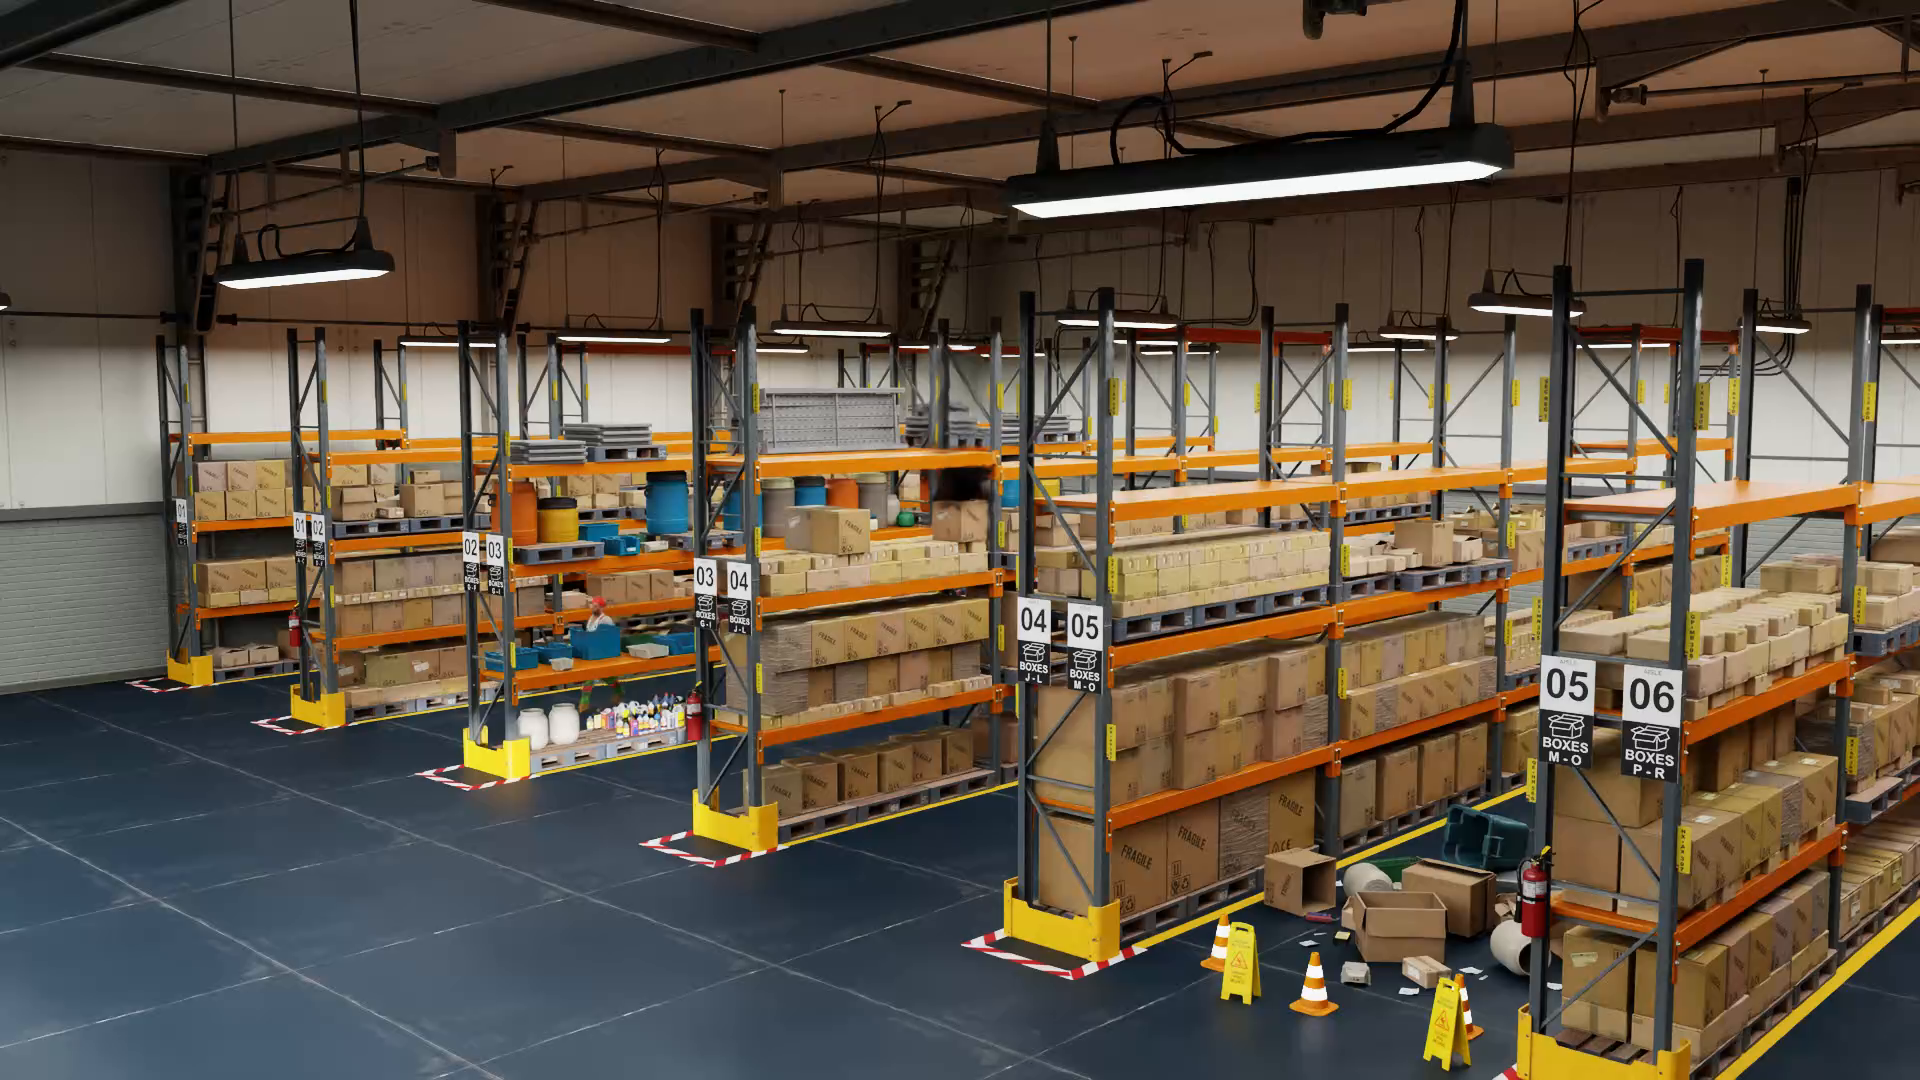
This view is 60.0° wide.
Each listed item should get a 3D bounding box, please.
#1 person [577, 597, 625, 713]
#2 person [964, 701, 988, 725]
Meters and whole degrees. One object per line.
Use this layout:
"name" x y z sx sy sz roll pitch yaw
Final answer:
"person" -5.699 1.790 26.269 0.652 1.805 0.983 4 6 34
"person" 0.283 1.942 25.366 0.664 1.682 0.782 4 7 35
